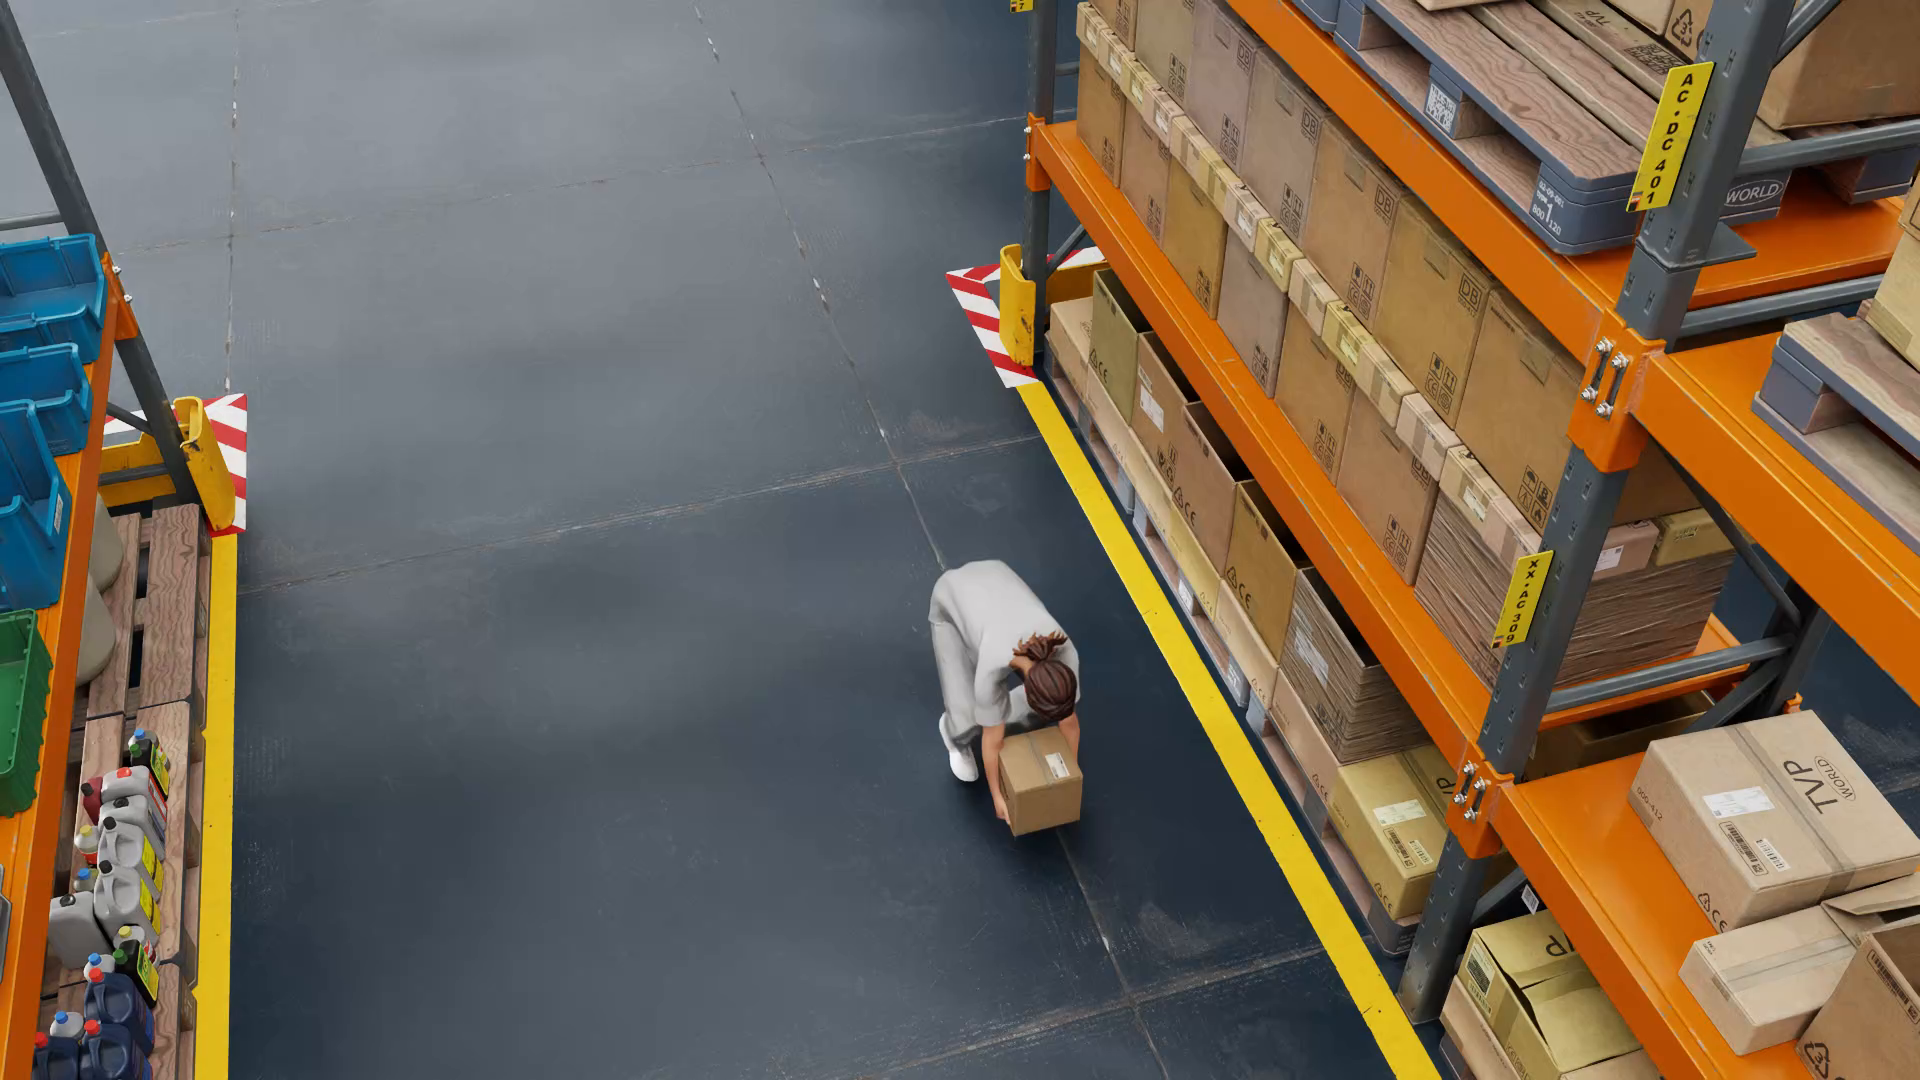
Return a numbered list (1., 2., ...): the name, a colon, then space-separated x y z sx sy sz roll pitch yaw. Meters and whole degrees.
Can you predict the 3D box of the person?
1. person: 0.175 0.571 6.076 0.475 0.948 0.865 -15 44 -16
